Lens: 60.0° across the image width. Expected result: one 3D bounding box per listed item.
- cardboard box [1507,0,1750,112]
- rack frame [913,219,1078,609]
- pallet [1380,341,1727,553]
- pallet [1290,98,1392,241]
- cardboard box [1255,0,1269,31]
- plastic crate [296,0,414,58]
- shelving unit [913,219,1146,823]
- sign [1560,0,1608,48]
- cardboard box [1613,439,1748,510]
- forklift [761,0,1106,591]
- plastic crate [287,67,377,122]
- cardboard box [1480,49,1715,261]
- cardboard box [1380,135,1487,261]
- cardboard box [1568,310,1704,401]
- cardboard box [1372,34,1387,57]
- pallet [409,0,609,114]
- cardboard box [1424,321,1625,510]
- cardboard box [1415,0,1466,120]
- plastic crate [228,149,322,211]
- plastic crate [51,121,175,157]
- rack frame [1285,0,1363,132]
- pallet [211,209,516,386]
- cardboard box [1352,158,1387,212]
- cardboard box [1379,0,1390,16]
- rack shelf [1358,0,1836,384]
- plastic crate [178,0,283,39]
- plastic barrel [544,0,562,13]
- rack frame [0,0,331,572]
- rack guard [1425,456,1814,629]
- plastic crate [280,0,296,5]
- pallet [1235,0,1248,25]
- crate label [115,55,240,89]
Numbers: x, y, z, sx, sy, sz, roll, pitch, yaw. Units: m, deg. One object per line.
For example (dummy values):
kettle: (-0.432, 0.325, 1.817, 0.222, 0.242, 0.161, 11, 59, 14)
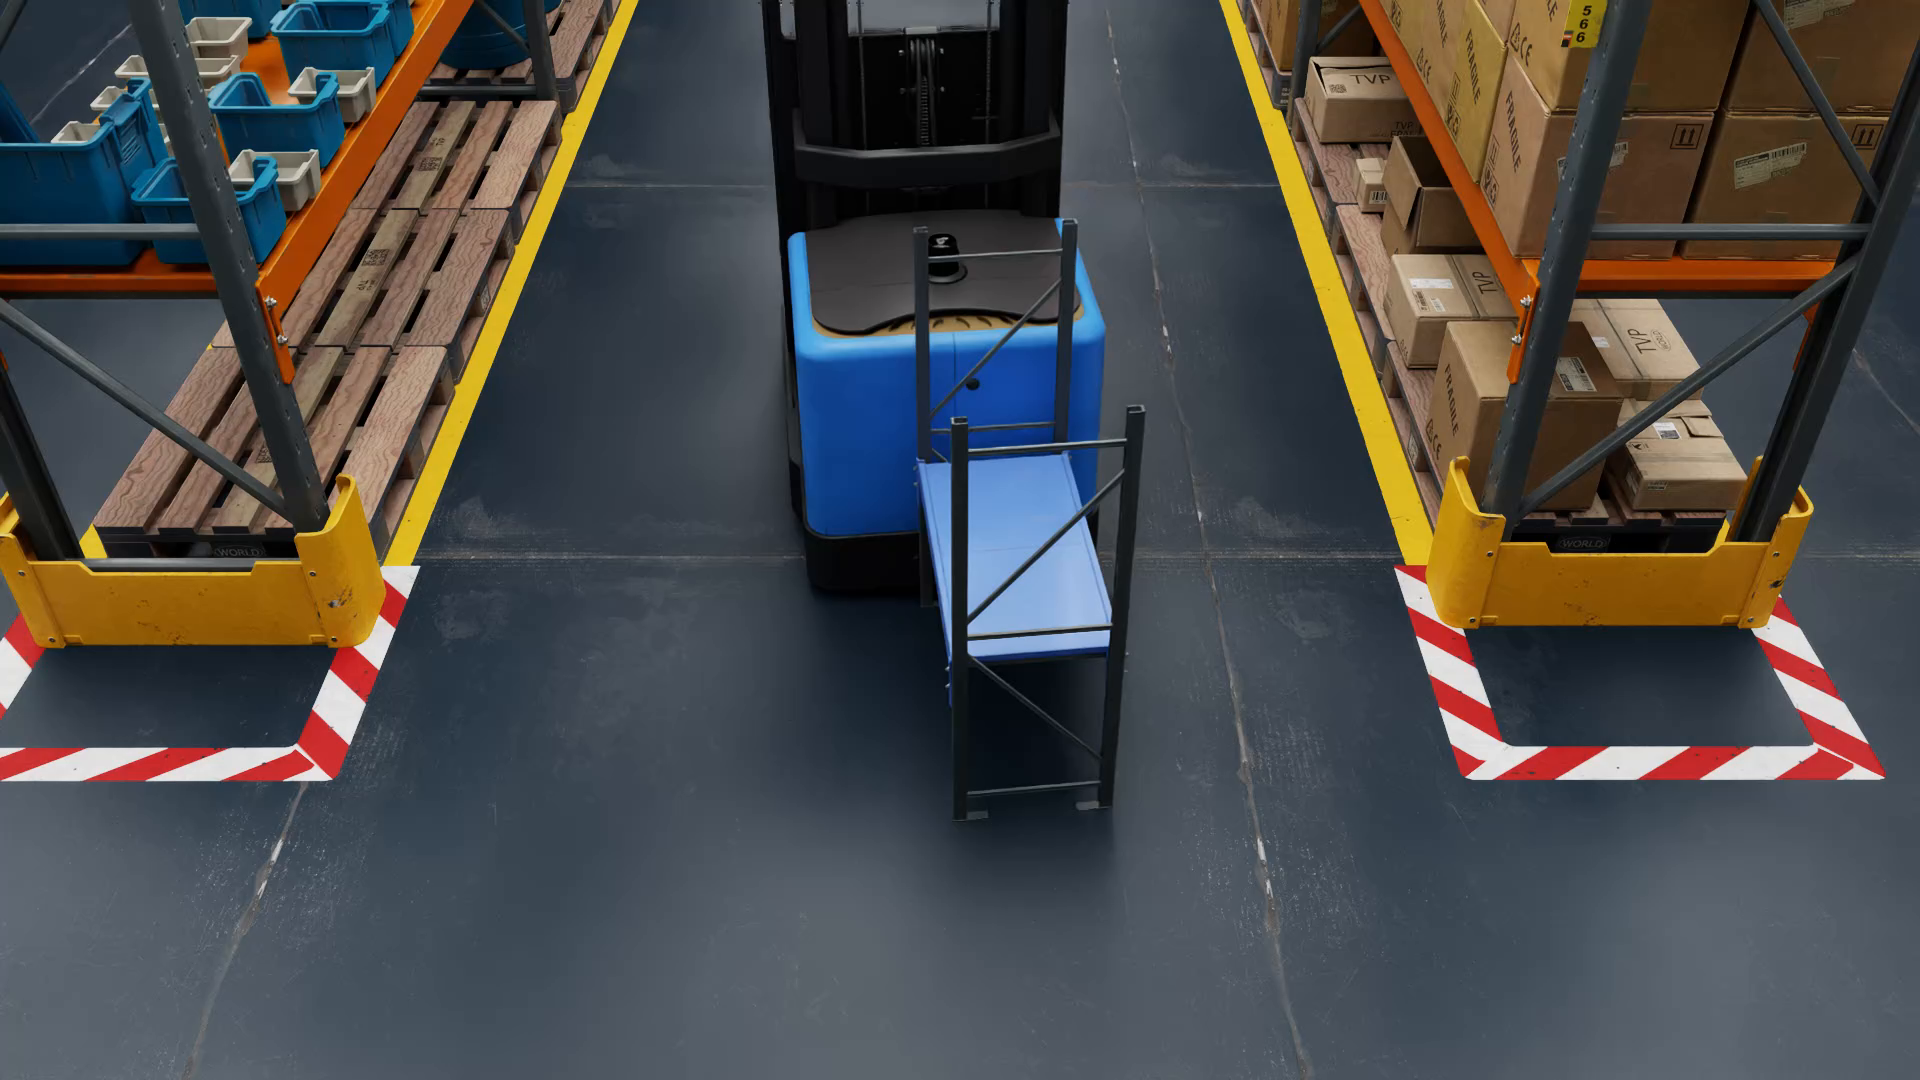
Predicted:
cardboard box: (2.010, -1.626, 5.001, 0.500, 0.500, 0.500, 0, 39, 0)
rack frame: (0.108, -0.367, 5.509, 0.500, 1.500, 0.032, -4, 39, -5)
pallet: (2.283, -0.377, 6.551, 1.003, 0.211, 1.213, 0, 39, 0)
pallet: (2.281, -1.902, 8.455, 1.003, 0.211, 1.213, 0, 39, 0)
cardboard box: (2.001, -3.234, 9.534, 0.500, 0.500, 0.500, 0, 39, 0)
plastic crate: (-2.341, -2.041, 6.485, 0.416, 0.233, 0.300, 0, 39, 0)
shelving unit: (0.167, -0.052, 5.115, 0.538, 1.500, 1.048, -4, 39, -5)
sign: (1.730, -1.506, 4.552, 0.100, 0.325, 0.005, 0, 39, 0)
cardboard box: (2.629, -0.240, 6.079, 0.380, 0.149, 0.250, 0, 39, 0)
forklift: (-0.189, -1.877, 6.249, 1.130, 2.935, 3.031, -4, 39, -5)
plastic crate: (-2.257, -1.618, 6.033, 0.250, 0.136, 0.298, 0, 39, 0)
cardboard box: (2.013, -1.238, 5.316, 0.500, 0.500, 0.500, 1, 39, 1)
cardboard box: (2.288, -1.443, 7.296, 0.797, 0.503, 0.637, 0, 39, 0)
cardboard box: (2.568, -0.670, 6.535, 0.500, 0.250, 0.500, 0, 39, 0)
cardboard box: (2.524, -2.919, 9.141, 0.500, 0.500, 0.500, -2, 39, -2)
pallet: (-2.632, -2.813, 9.592, 1.003, 0.211, 1.213, 0, 39, 0)
cardboard box: (2.038, -0.455, 6.066, 0.500, 0.500, 0.500, 0, 39, 0)
cardboard box: (2.013, -1.874, 6.110, 0.500, 0.500, 0.500, 0, 39, 0)
plastic crate: (-2.257, -1.193, 5.503, 0.250, 0.136, 0.298, 0, 39, 0)
plastic crate: (-2.850, -1.348, 5.696, 0.396, 0.136, 0.243, 0, 39, 0)
rack frame: (2.281, -3.420, 8.119, 1.000, 3.000, 0.127, 0, 39, 0)
pallet: (-2.629, -1.106, 7.462, 1.003, 0.211, 1.213, 0, 39, 0)
cardboard box: (2.076, -1.683, 7.865, 0.380, 0.166, 0.250, 0, 39, 0)
cardboard box: (2.011, -2.507, 6.900, 0.500, 0.500, 0.500, 0, 39, 0)
rack shelf: (2.283, -1.889, 6.784, 1.077, 0.370, 4.000, 0, 39, 0)
plastic crate: (-2.927, -2.160, 6.632, 0.416, 0.233, 0.300, 0, 39, 0)
plastic barrel: (-2.657, -3.547, 9.620, 0.600, 0.901, 0.708, 0, 39, 0)
rack frame: (-2.668, -0.918, 4.996, 1.000, 3.000, 0.127, 0, 39, 0)
rack guard: (2.285, 0.009, 5.839, 1.175, 0.500, 0.348, 0, 39, 0)
plastic crate: (-2.855, -2.441, 6.944, 0.437, 0.282, 0.530, 0, 39, 0)
pallet: (2.238, -3.605, 10.580, 1.003, 0.211, 1.213, 0, 39, 0)
crate label: (-2.861, -1.703, 6.140, 0.396, 0.136, 0.243, 0, 39, 0)
